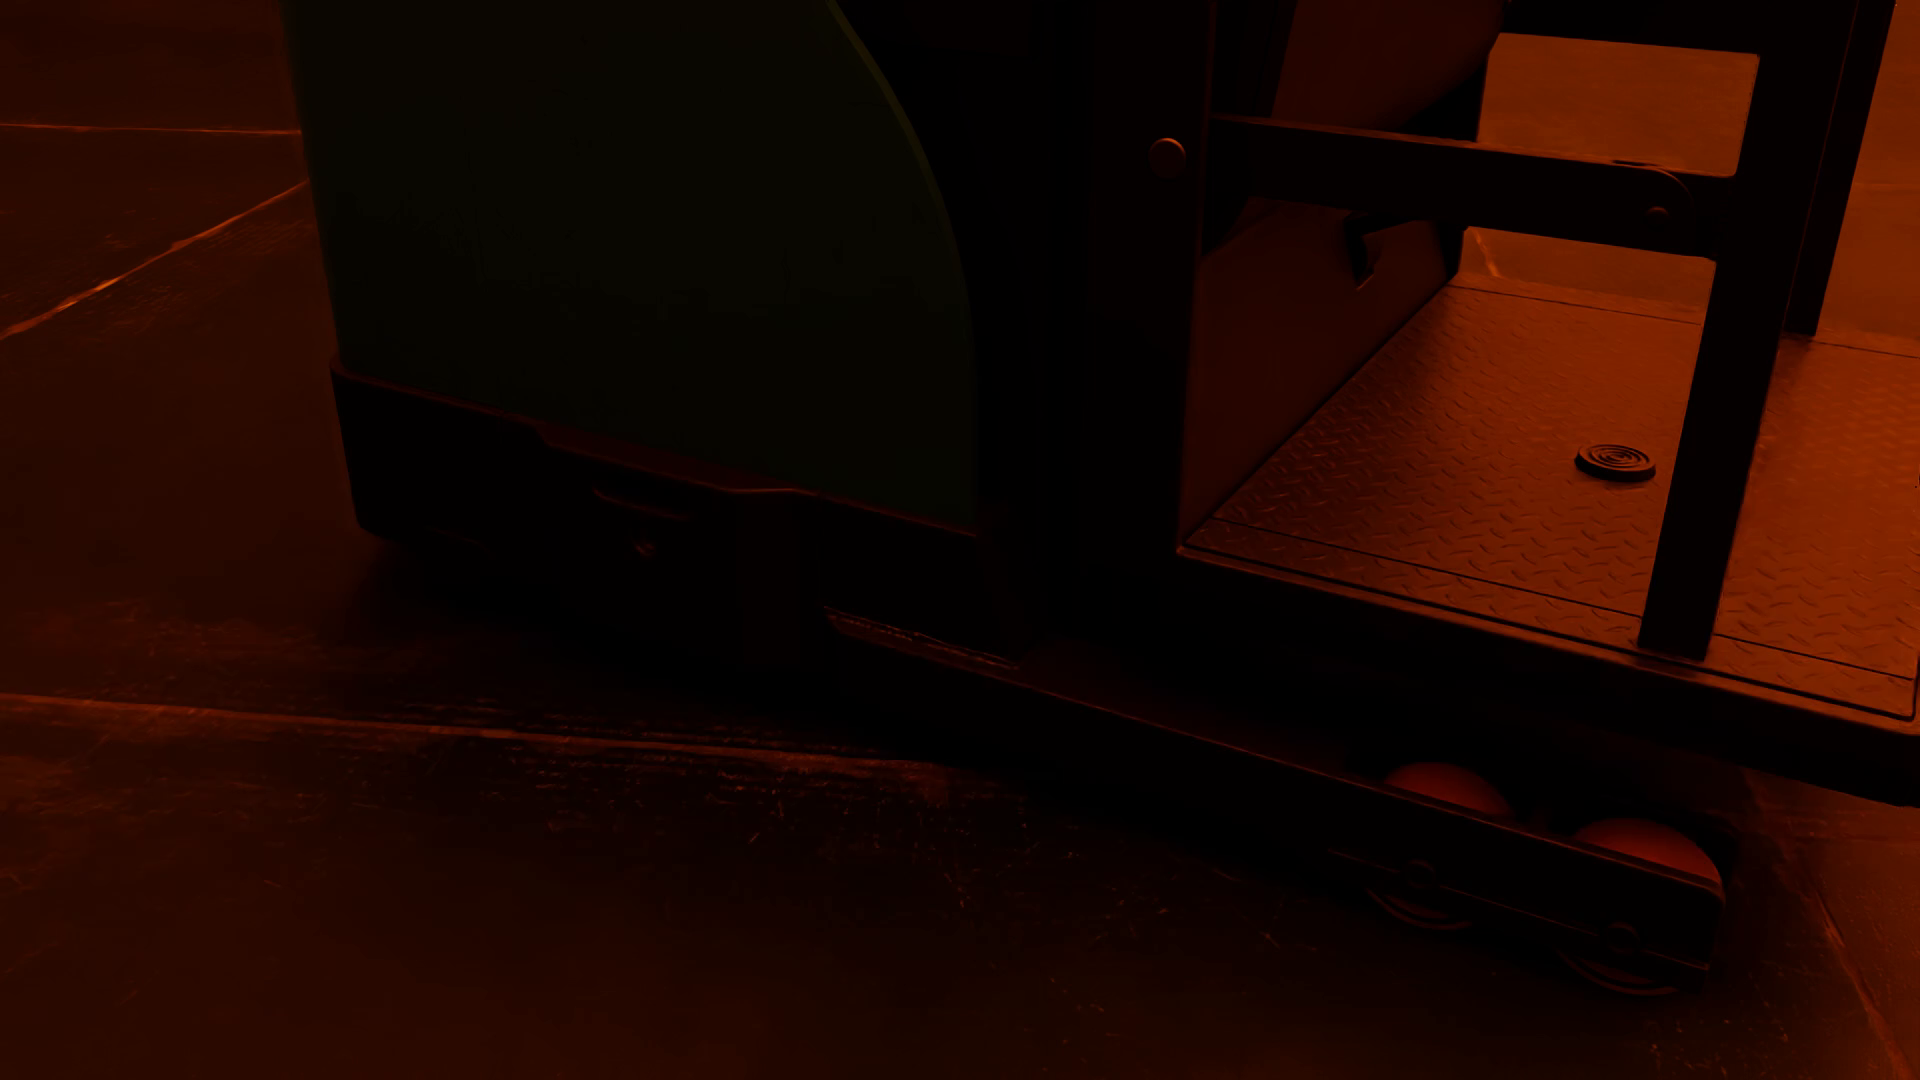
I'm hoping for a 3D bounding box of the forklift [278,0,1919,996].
[{"bbox_3d":[0.659,-1.142,1.507,3.031,2.935,1.130,14,30,26],"label":"forklift"}]
